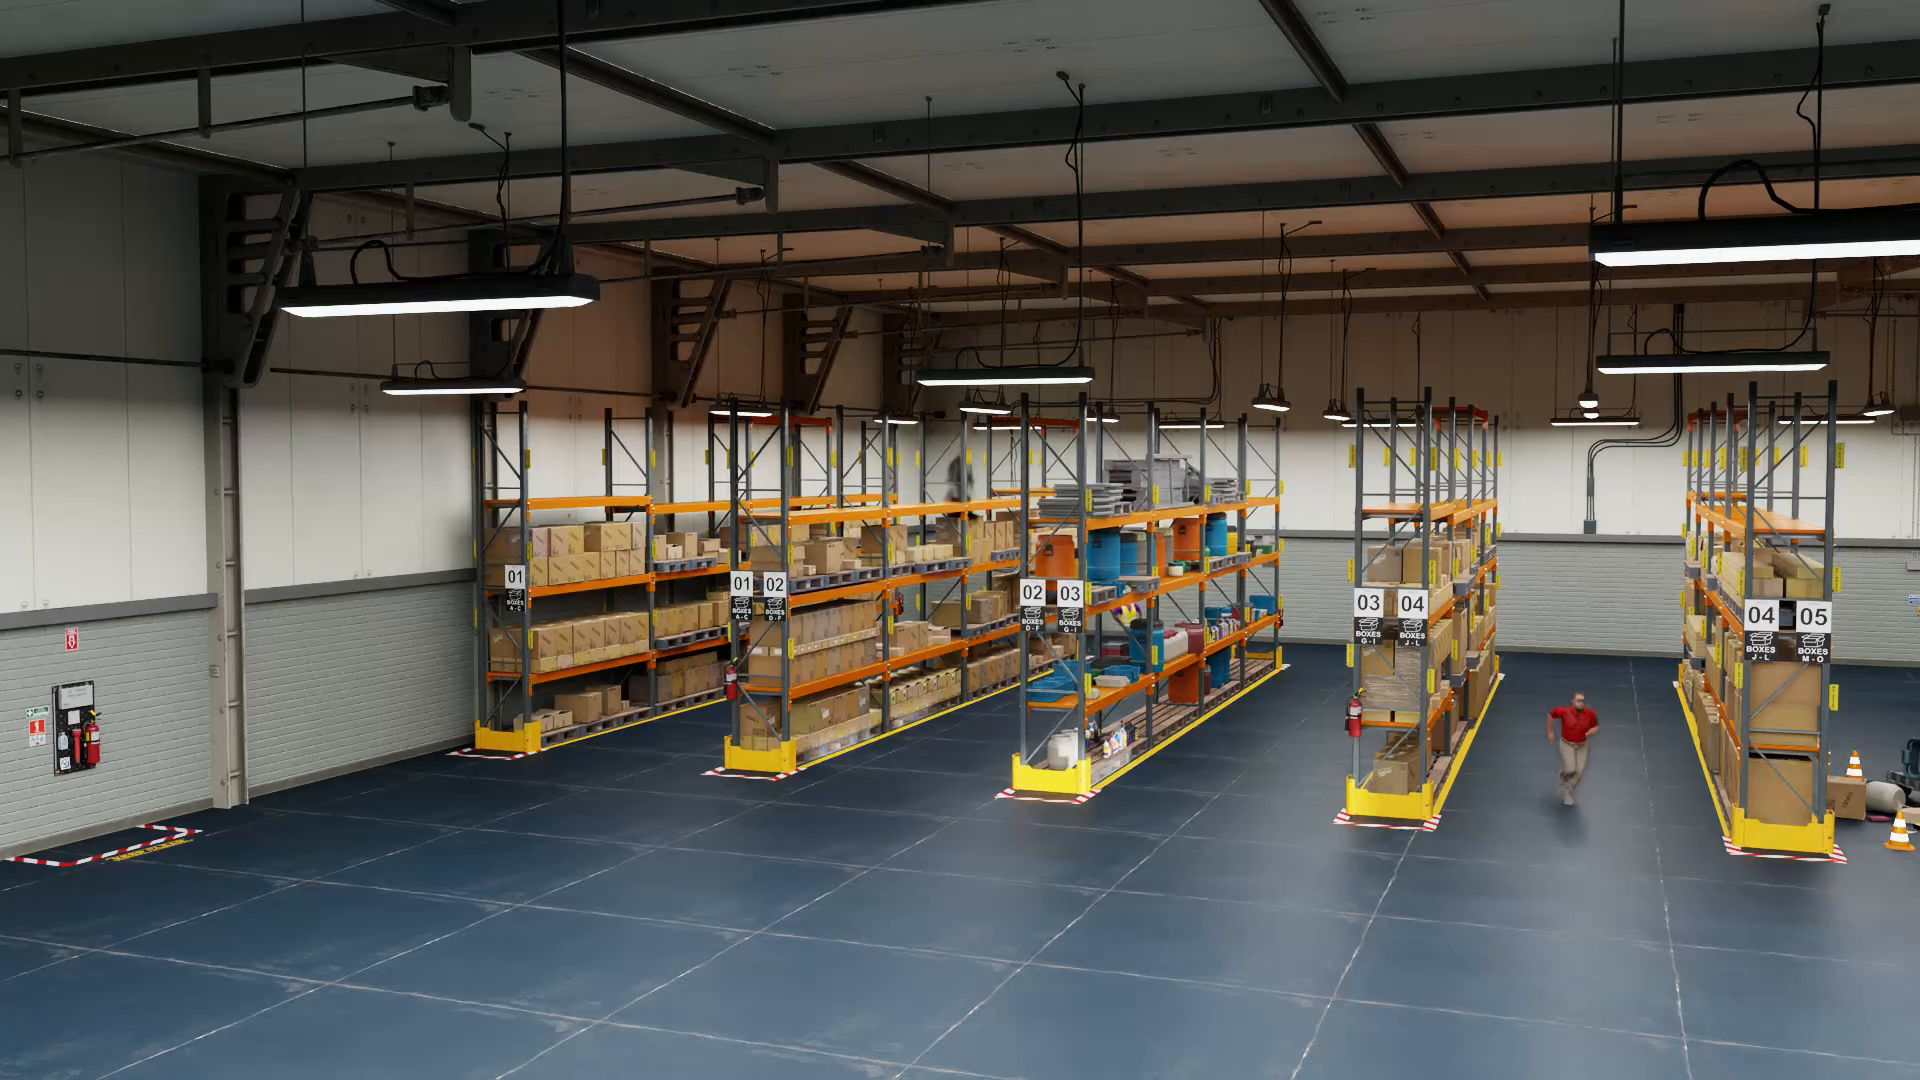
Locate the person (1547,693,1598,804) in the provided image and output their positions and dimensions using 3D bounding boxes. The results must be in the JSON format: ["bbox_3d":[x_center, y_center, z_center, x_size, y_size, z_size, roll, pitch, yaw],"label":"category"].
[{"bbox_3d":[8.872,3.014,24.011,0.648,1.650,0.739,0,3,0],"label":"person"}]

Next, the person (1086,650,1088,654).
[{"bbox_3d":[2.967,2.069,42.995,0.815,1.688,0.576,1,3,28],"label":"person"}]

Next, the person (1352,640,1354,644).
[{"bbox_3d":[8.361,2.485,33.999,0.714,1.733,0.791,1,3,16],"label":"person"}]

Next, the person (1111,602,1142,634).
[{"bbox_3d":[4.234,2.163,41.540,0.770,1.762,0.625,-2,3,-32],"label":"person"}]
